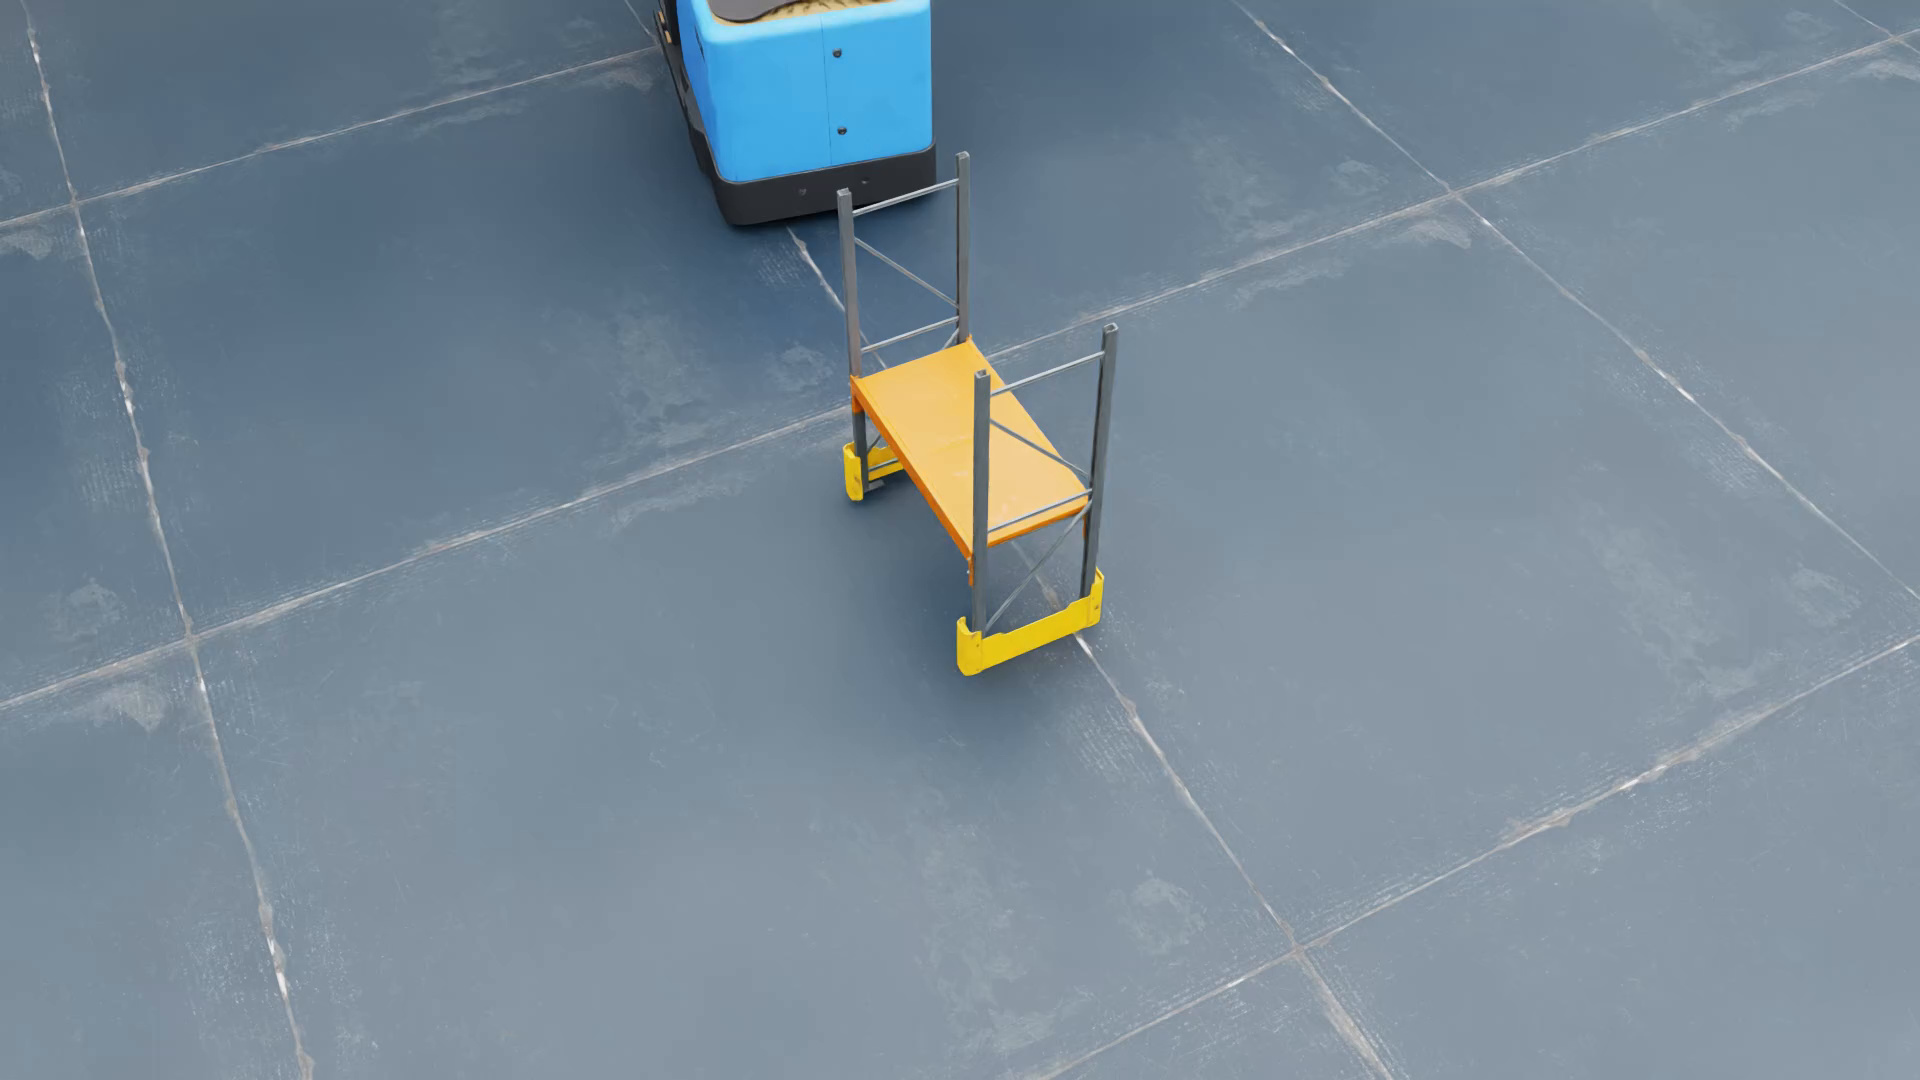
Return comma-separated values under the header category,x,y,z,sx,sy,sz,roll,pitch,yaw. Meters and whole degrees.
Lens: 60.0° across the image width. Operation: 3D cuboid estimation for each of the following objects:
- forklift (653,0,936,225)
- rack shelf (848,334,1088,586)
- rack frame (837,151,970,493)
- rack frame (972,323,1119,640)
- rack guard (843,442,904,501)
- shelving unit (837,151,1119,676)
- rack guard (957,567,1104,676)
category,x,y,z,sx,sy,sz,roll,pitch,yaw
forklift,-1.018,-3.588,7.834,1.130,2.935,3.031,-12,50,-11
rack shelf,0.039,-0.318,6.164,0.538,0.185,1.000,-21,52,-18
rack frame,-0.194,-0.777,6.326,0.500,1.500,0.032,-21,52,-18
rack frame,0.272,-0.096,5.731,0.500,1.500,0.032,-21,52,-18
rack guard,-0.193,-0.365,6.795,0.587,0.250,0.087,-21,52,-18
shelving unit,0.035,-0.443,6.033,0.587,1.500,1.083,-21,52,-18
rack guard,0.263,0.302,6.212,0.587,0.250,0.087,-21,52,-18
